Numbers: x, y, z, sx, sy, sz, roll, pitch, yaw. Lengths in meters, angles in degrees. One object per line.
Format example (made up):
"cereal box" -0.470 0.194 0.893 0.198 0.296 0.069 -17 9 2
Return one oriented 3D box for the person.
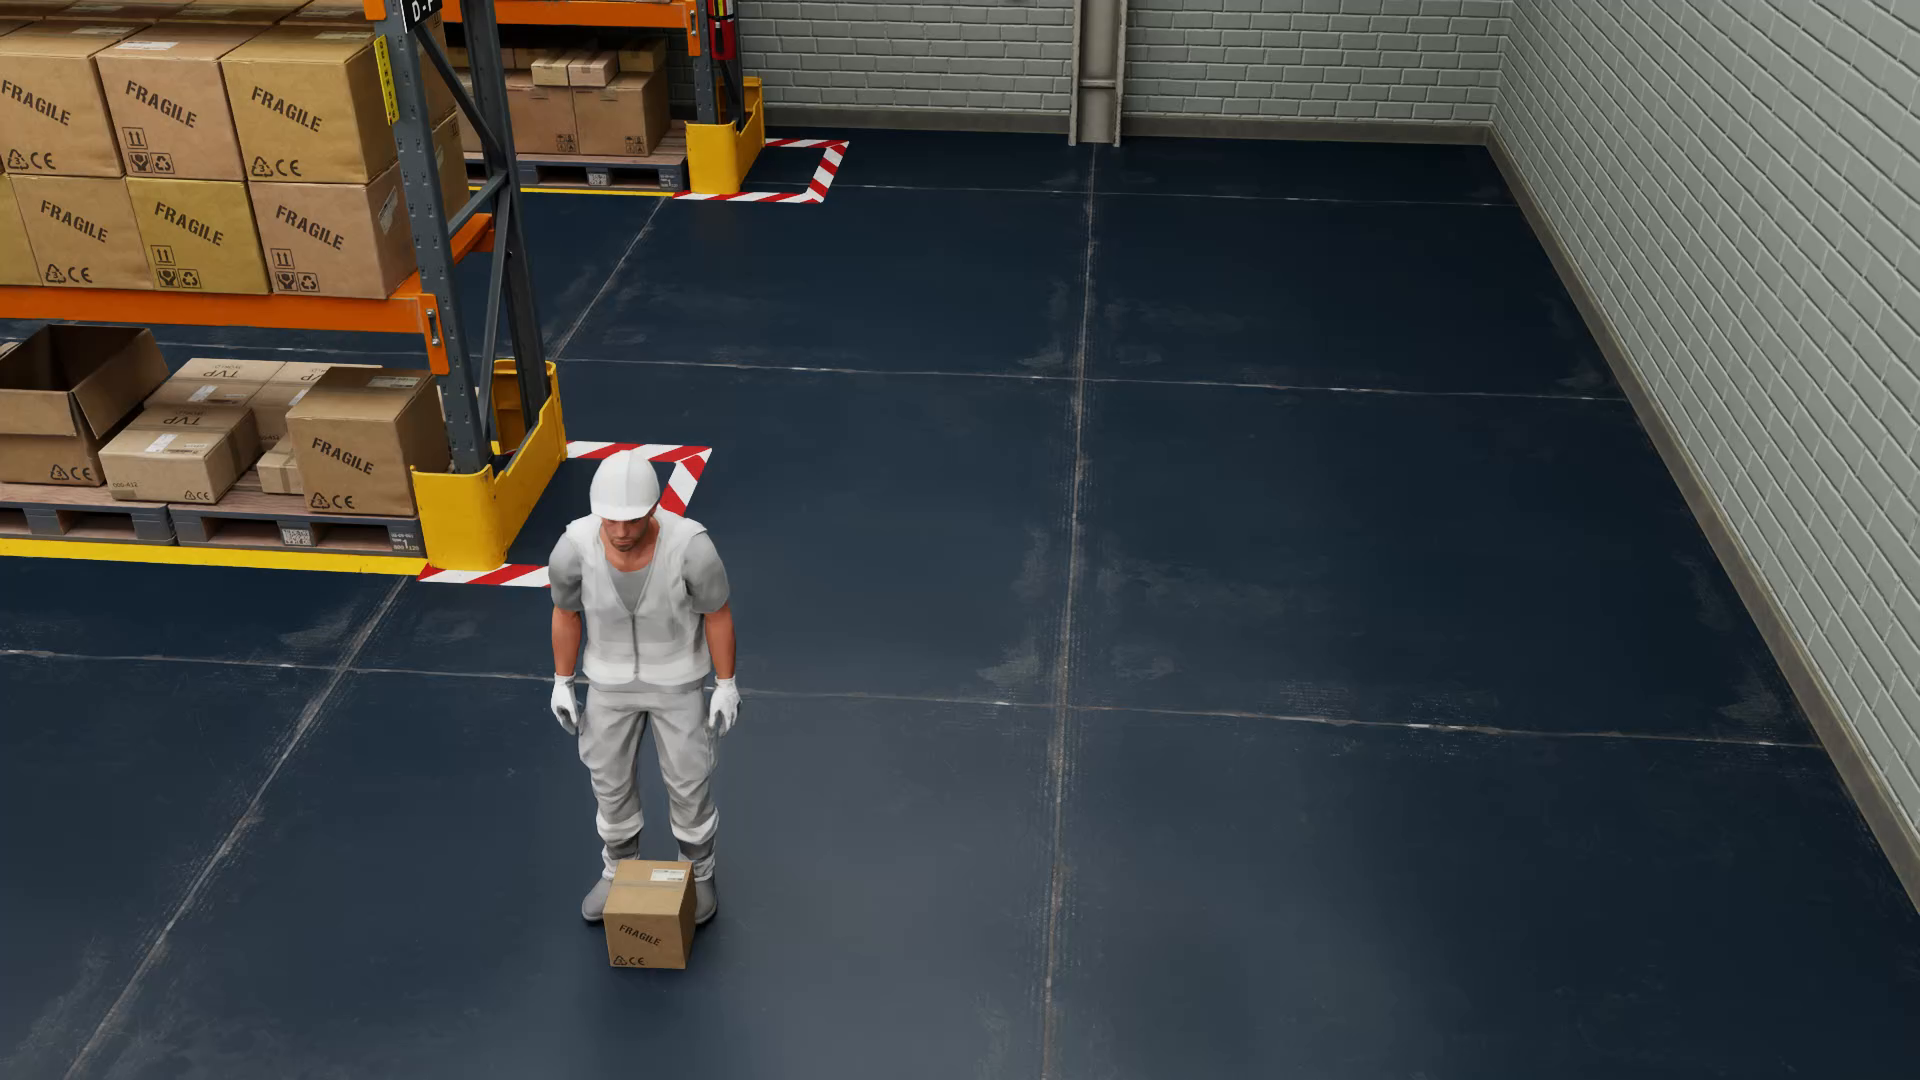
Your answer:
"person" -1.010 0.480 5.344 0.614 1.778 0.452 1 32 1
